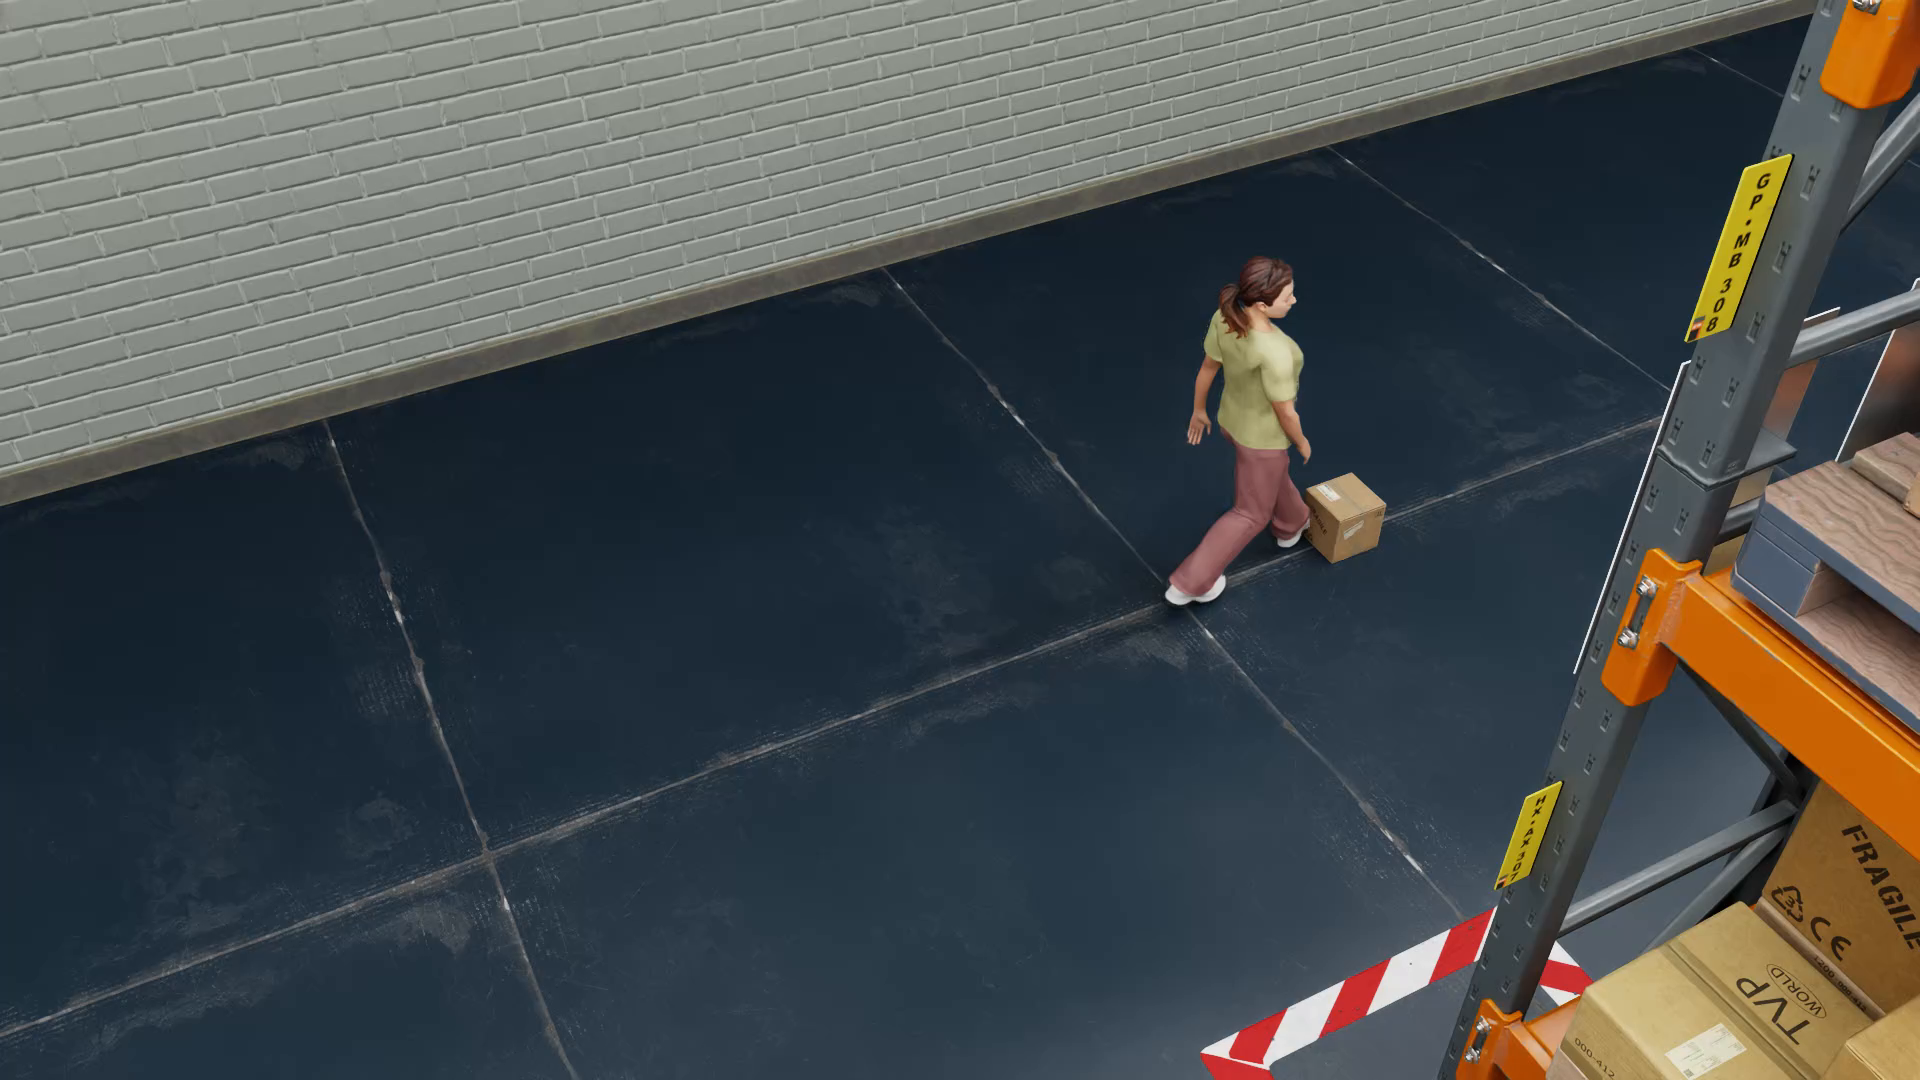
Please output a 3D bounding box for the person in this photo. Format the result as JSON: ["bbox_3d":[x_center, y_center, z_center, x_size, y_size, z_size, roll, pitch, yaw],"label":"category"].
[{"bbox_3d":[1.269,-0.475,6.711,0.961,1.616,0.470,-18,44,-19],"label":"person"}]
